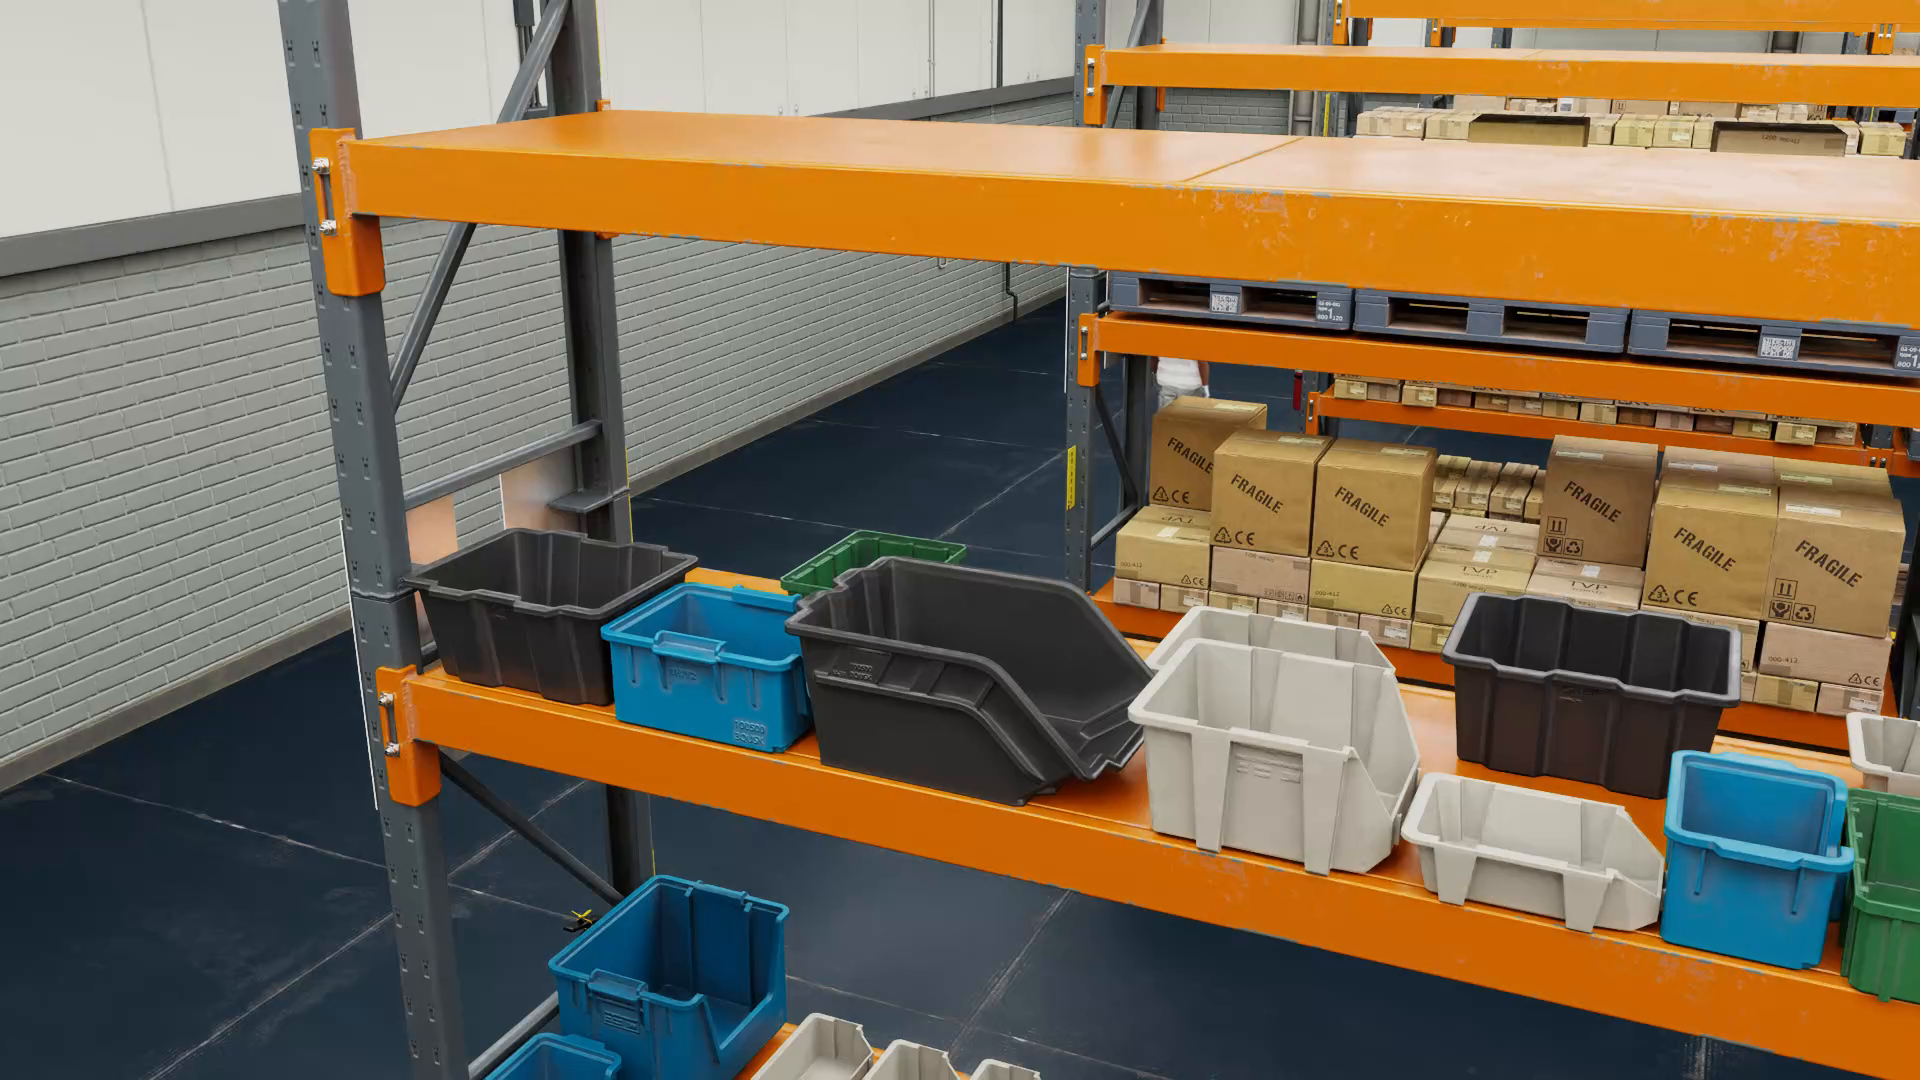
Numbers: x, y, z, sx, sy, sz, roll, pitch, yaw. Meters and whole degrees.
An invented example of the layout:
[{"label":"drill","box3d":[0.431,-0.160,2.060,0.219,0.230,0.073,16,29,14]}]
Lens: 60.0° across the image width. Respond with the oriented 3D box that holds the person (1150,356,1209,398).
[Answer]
[{"label":"person","box3d":[2.044,-1.463,15.277,0.601,1.758,0.905,7,20,19]}]
